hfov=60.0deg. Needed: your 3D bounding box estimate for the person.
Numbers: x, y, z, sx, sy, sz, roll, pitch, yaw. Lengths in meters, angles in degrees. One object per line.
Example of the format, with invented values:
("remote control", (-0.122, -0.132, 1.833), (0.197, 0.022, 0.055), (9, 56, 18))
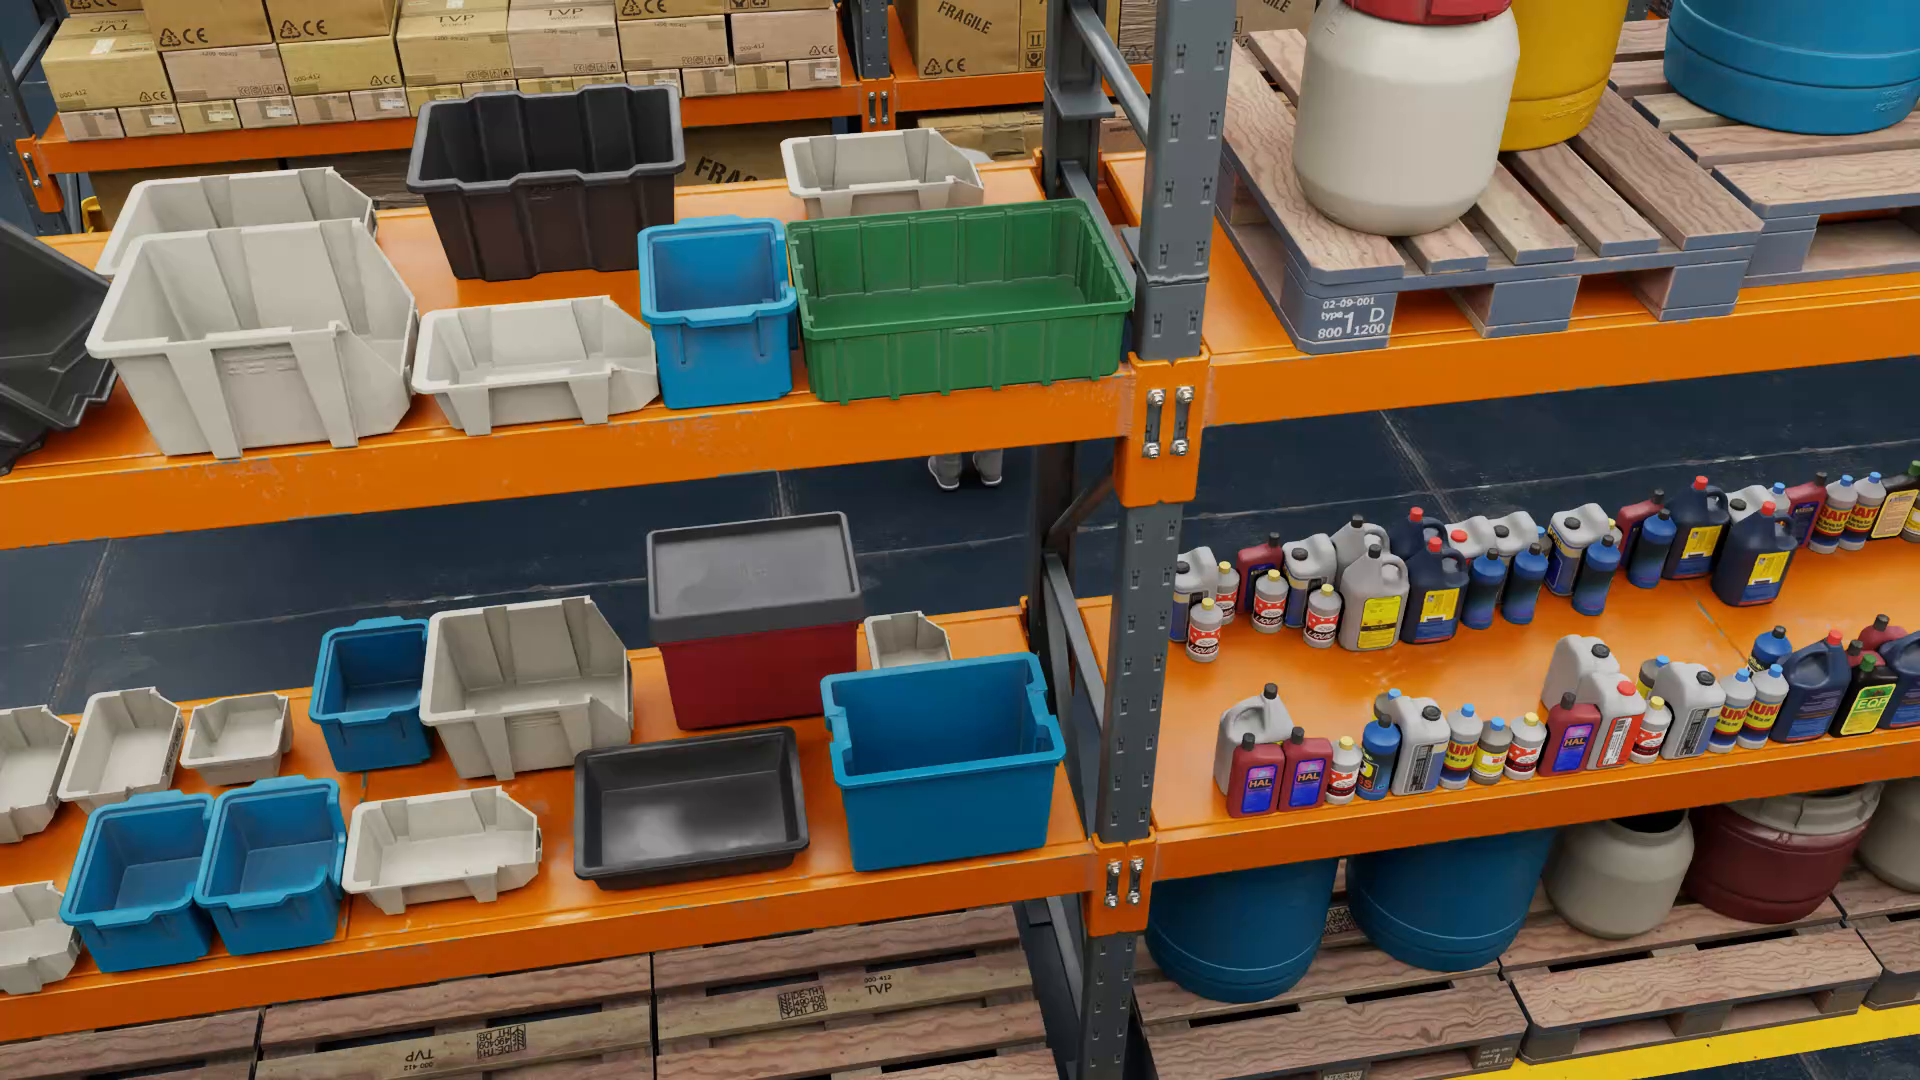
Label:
("person", (0.026, -0.968, 7.341), (0.450, 1.686, 0.514), (-6, 39, -7))
